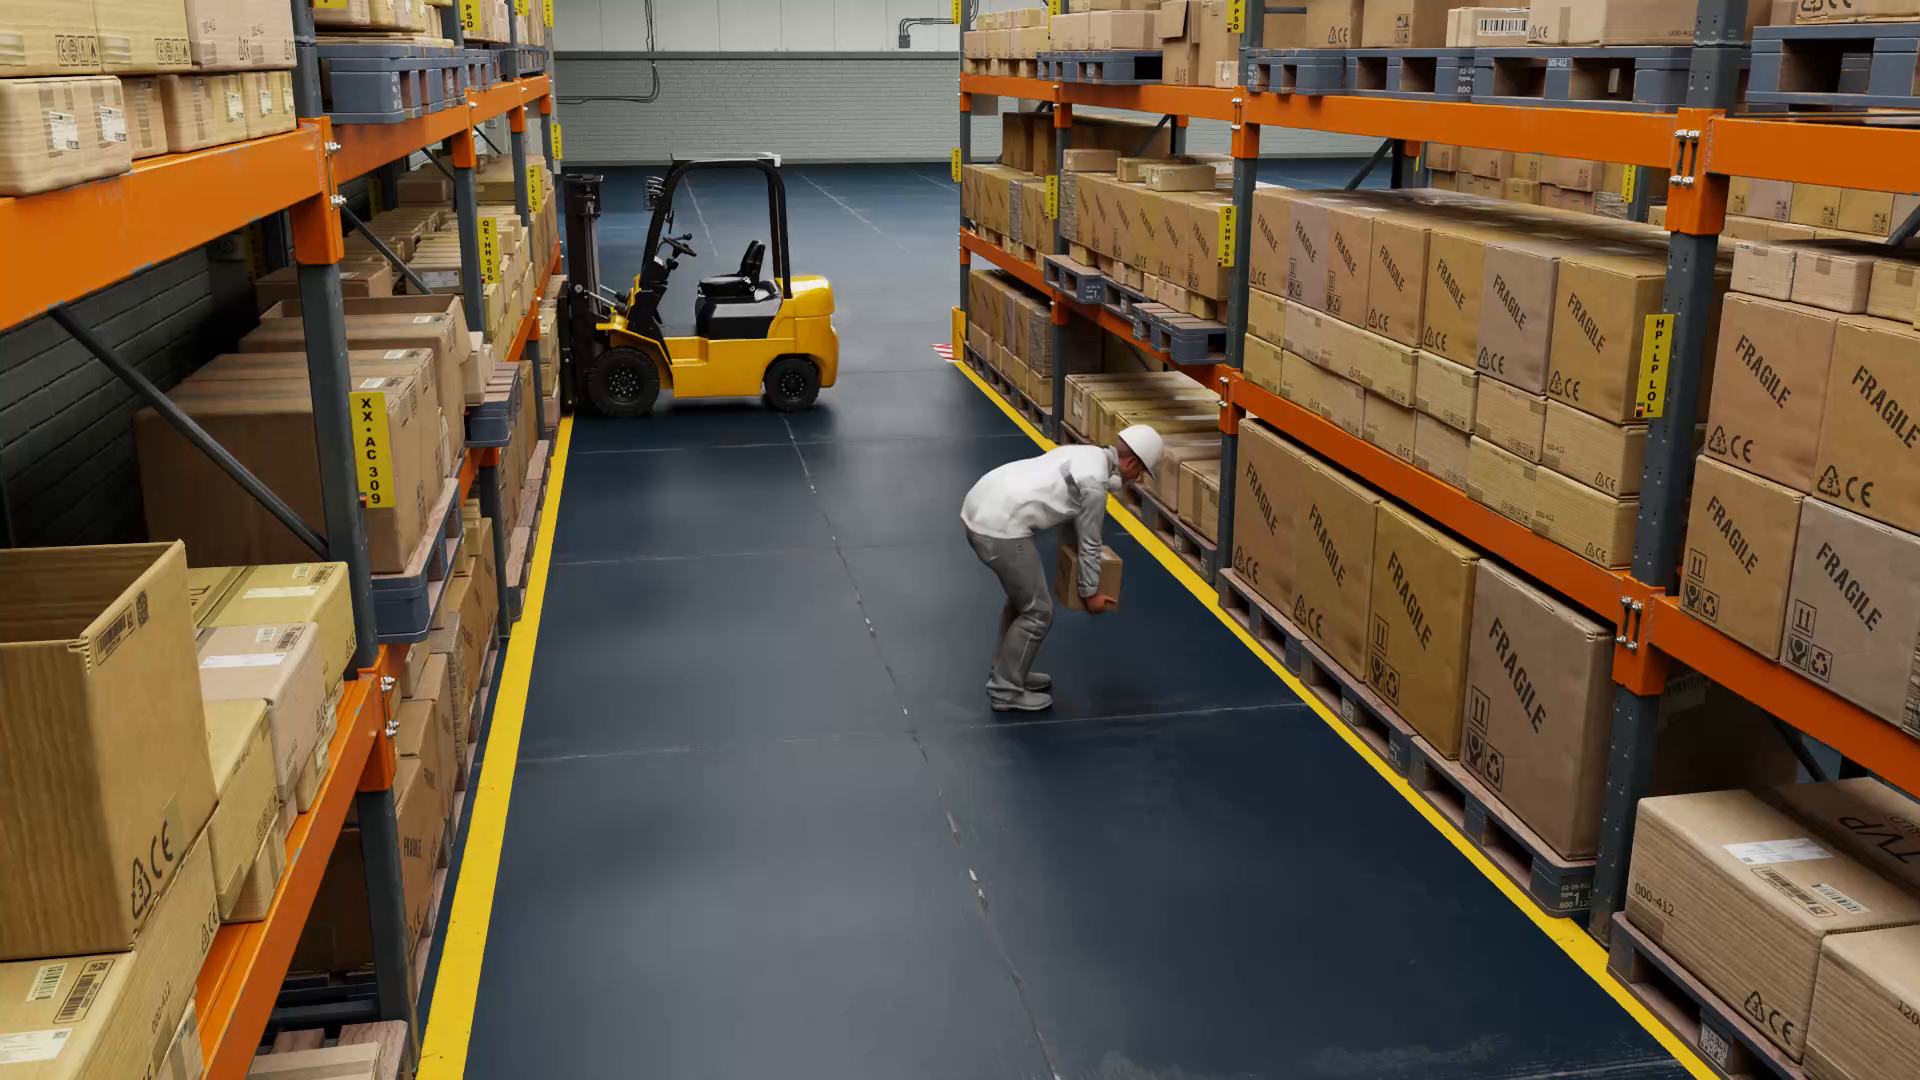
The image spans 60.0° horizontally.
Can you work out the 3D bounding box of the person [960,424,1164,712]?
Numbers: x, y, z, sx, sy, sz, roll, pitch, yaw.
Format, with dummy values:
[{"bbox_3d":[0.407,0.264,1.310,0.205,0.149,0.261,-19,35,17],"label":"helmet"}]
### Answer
[{"bbox_3d":[0.488,0.116,7.906,0.959,1.321,0.462,-4,17,-12],"label":"person"}]
